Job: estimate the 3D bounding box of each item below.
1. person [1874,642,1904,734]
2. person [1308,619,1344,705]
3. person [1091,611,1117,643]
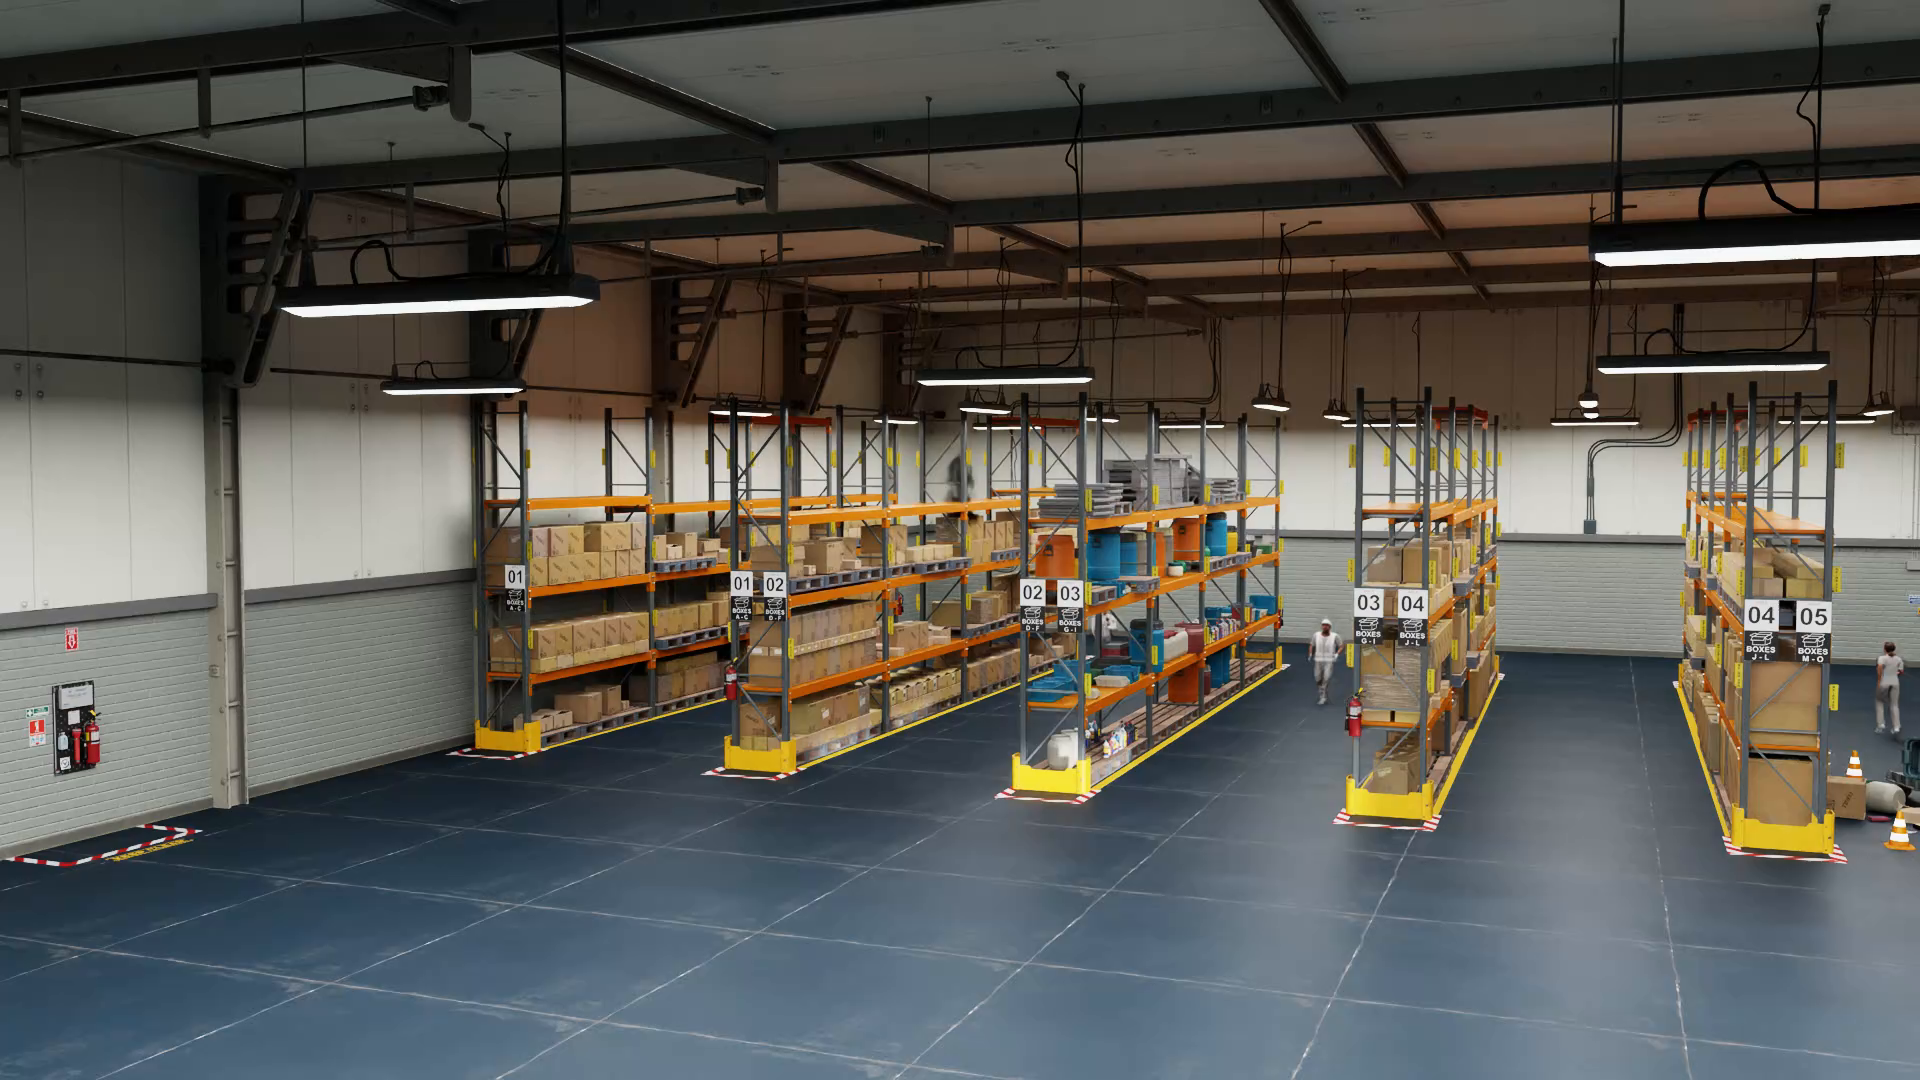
[{"bbox_3d":[16.849,2.713,30.152,0.508,1.690,0.810,1,3,15],"label":"person"},{"bbox_3d":[7.495,2.485,34.069,0.696,1.743,0.703,1,3,22],"label":"person"},{"bbox_3d":[3.360,2.267,38.901,0.638,1.682,0.792,1,3,15],"label":"person"}]
